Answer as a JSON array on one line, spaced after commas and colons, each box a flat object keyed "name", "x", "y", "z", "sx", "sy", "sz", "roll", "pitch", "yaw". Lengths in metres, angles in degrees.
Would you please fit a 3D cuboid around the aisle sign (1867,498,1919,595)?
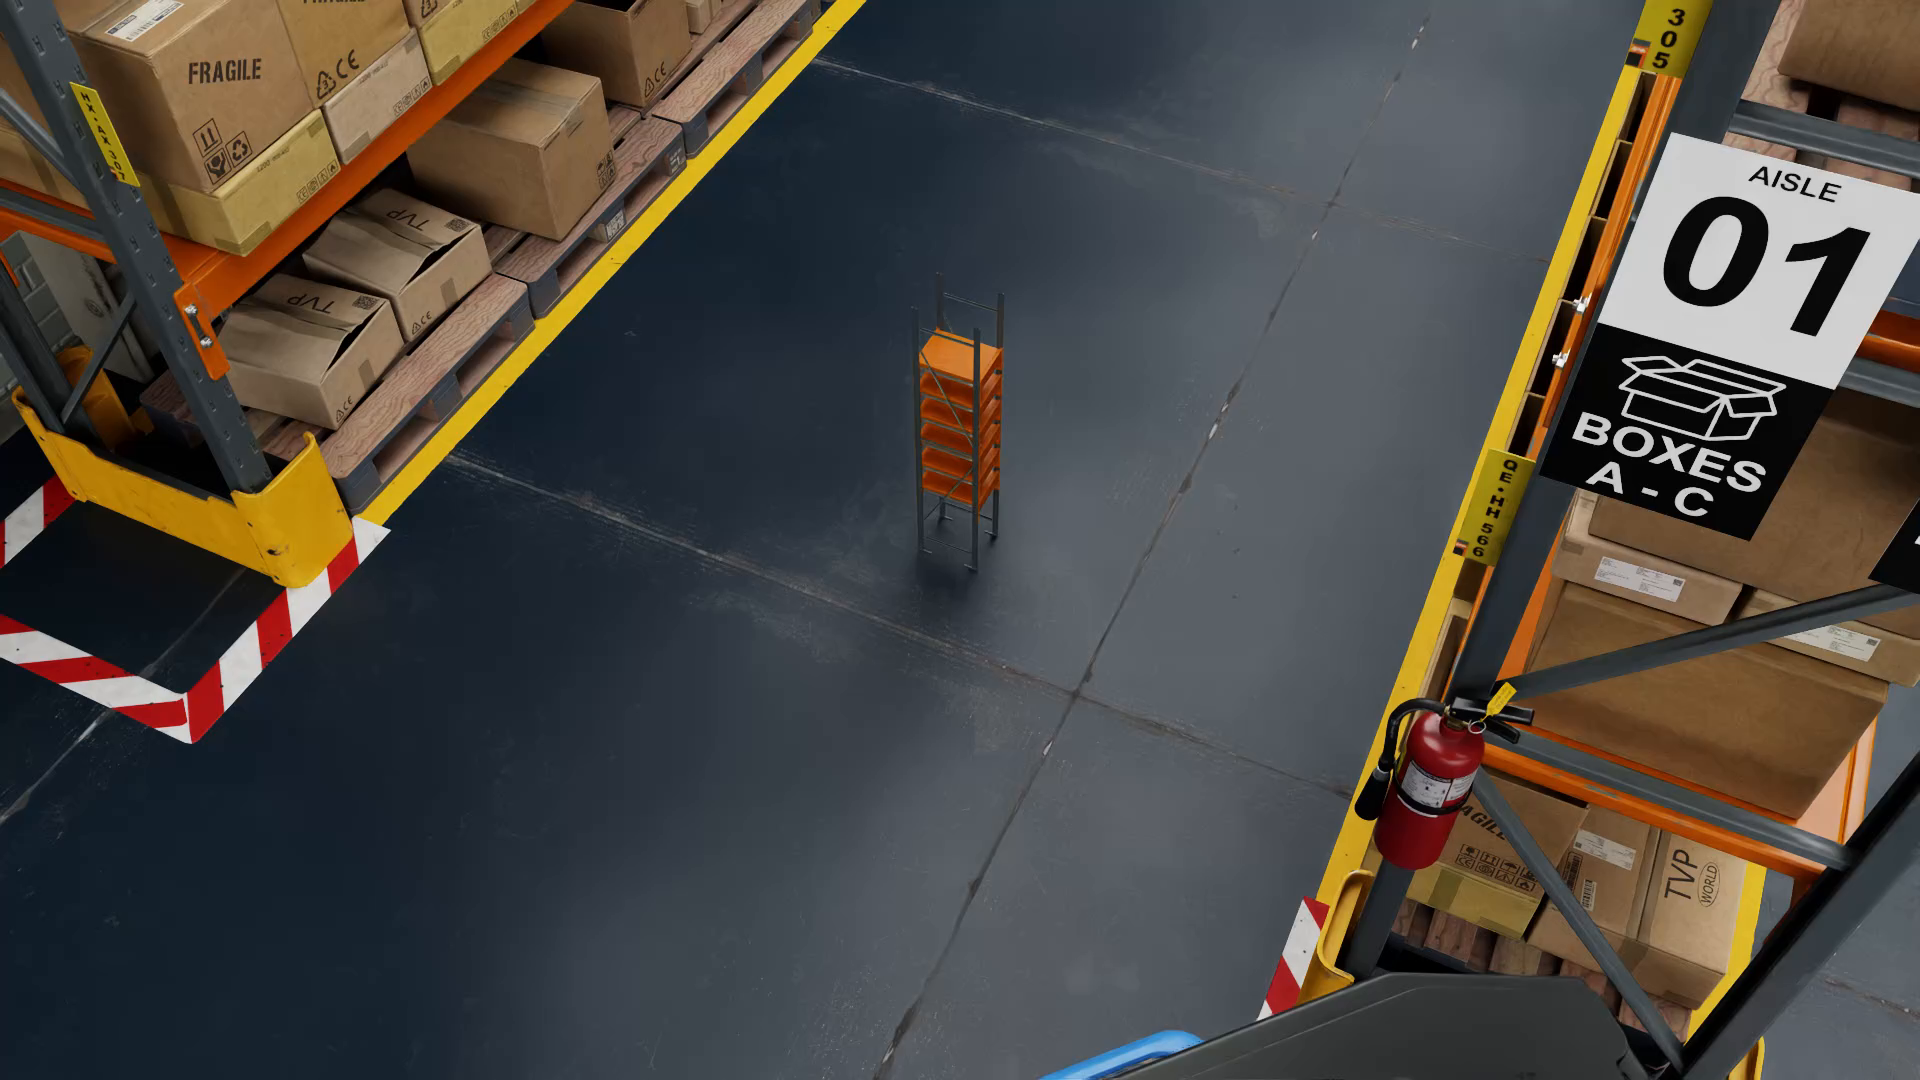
[{"name": "aisle sign", "x": 1.832, "y": -0.122, "z": 2.677, "sx": 0.394, "sy": 0.787, "sz": 0.004, "roll": 20, "pitch": 52, "yaw": 16}]

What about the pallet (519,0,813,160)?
[{"name": "pallet", "x": -1.444, "y": -2.411, "z": 8.163, "sx": 1.003, "sy": 0.211, "sz": 1.213, "roll": 20, "pitch": 52, "yaw": 16}]

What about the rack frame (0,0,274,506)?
[{"name": "rack frame", "x": -2.897, "y": -1.034, "z": 5.160, "sx": 1.000, "sy": 3.000, "sz": 0.127, "roll": 20, "pitch": 52, "yaw": 16}]

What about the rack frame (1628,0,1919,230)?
[{"name": "rack frame", "x": 1.583, "y": -1.369, "z": 1.506, "sx": 1.000, "sy": 3.000, "sz": 0.127, "roll": 20, "pitch": 52, "yaw": 16}]

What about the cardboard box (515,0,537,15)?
[{"name": "cardboard box", "x": -1.752, "y": -2.283, "z": 6.308, "sx": 0.500, "sy": 0.250, "sz": 0.500, "roll": 20, "pitch": 53, "yaw": 16}]

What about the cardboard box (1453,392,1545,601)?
[{"name": "cardboard box", "x": 1.957, "y": -0.072, "z": 5.379, "sx": 0.500, "sy": 0.500, "sz": 0.500, "roll": 20, "pitch": 52, "yaw": 16}]

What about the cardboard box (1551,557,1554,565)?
[{"name": "cardboard box", "x": 2.014, "y": -0.137, "z": 4.332, "sx": 0.700, "sy": 0.500, "sz": 0.500, "roll": 21, "pitch": 53, "yaw": 17}]

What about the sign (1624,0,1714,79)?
[{"name": "sign", "x": 1.098, "y": -0.844, "z": 2.500, "sx": 0.100, "sy": 0.325, "sz": 0.005, "roll": 20, "pitch": 52, "yaw": 16}]

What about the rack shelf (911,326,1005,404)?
[{"name": "rack shelf", "x": -0.006, "y": -0.583, "z": 5.544, "sx": 0.258, "sy": 0.103, "sz": 0.180, "roll": 20, "pitch": 52, "yaw": 16}]

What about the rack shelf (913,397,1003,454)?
[{"name": "rack shelf", "x": -0.006, "y": -0.428, "z": 5.727, "sx": 0.258, "sy": 0.103, "sz": 0.180, "roll": 20, "pitch": 52, "yaw": 16}]

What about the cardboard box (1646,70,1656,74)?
[{"name": "cardboard box", "x": 3.206, "y": -1.978, "z": 7.125, "sx": 0.500, "sy": 0.311, "sz": 0.500, "roll": 20, "pitch": 52, "yaw": 16}]

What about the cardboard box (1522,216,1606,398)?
[{"name": "cardboard box", "x": 2.384, "y": -0.761, "z": 5.965, "sx": 0.500, "sy": 0.500, "sz": 0.500, "roll": 20, "pitch": 52, "yaw": 16}]

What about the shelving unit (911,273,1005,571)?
[{"name": "shelving unit", "x": -0.006, "y": -0.379, "z": 5.785, "sx": 0.258, "sy": 1.200, "sz": 0.189, "roll": 20, "pitch": 52, "yaw": 16}]

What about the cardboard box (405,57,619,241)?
[{"name": "cardboard box", "x": -1.918, "y": -1.695, "z": 7.075, "sx": 0.700, "sy": 0.500, "sz": 0.500, "roll": 17, "pitch": 52, "yaw": 14}]

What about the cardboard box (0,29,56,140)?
[{"name": "cardboard box", "x": -2.888, "y": -1.628, "z": 5.259, "sx": 0.500, "sy": 0.500, "sz": 0.500, "roll": 19, "pitch": 52, "yaw": 16}]

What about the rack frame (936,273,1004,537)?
[{"name": "rack frame", "x": 0.033, "y": -0.442, "z": 5.838, "sx": 0.240, "sy": 1.200, "sz": 0.006, "roll": 20, "pitch": 52, "yaw": 16}]

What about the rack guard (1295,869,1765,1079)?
[{"name": "rack guard", "x": 1.573, "y": 1.402, "z": 4.729, "sx": 1.175, "sy": 0.500, "sz": 0.348, "roll": 20, "pitch": 52, "yaw": 16}]

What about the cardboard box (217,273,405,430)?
[{"name": "cardboard box", "x": -2.520, "y": -0.752, "z": 6.397, "sx": 0.500, "sy": 0.311, "sz": 0.500, "roll": 14, "pitch": 51, "yaw": 12}]

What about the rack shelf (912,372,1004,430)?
[{"name": "rack shelf", "x": -0.006, "y": -0.506, "z": 5.636, "sx": 0.258, "sy": 0.103, "sz": 0.180, "roll": 20, "pitch": 52, "yaw": 16}]

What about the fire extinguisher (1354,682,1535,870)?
[{"name": "fire extinguisher", "x": 1.113, "y": 0.531, "z": 3.880, "sx": 0.296, "sy": 0.674, "sz": 0.183, "roll": 20, "pitch": 52, "yaw": 16}]

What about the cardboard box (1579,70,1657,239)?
[{"name": "cardboard box", "x": 2.811, "y": -1.450, "z": 6.551, "sx": 0.500, "sy": 0.500, "sz": 0.500, "roll": 20, "pitch": 52, "yaw": 16}]

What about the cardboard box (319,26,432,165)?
[{"name": "cardboard box", "x": -2.193, "y": -1.587, "z": 5.716, "sx": 0.500, "sy": 0.250, "sz": 0.500, "roll": 18, "pitch": 52, "yaw": 15}]

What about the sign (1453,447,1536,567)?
[{"name": "sign", "x": 1.098, "y": -0.063, "z": 3.418, "sx": 0.100, "sy": 0.325, "sz": 0.005, "roll": 20, "pitch": 52, "yaw": 16}]

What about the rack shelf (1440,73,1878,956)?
[{"name": "rack shelf", "x": 2.437, "y": -0.569, "z": 5.237, "sx": 1.077, "sy": 0.370, "sz": 4.000, "roll": 20, "pitch": 52, "yaw": 16}]

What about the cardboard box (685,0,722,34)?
[{"name": "cardboard box", "x": -1.390, "y": -2.634, "z": 8.094, "sx": 0.380, "sy": 0.166, "sz": 0.250, "roll": 14, "pitch": 51, "yaw": 11}]

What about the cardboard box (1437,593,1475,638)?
[{"name": "cardboard box", "x": 1.960, "y": 0.172, "z": 5.664, "sx": 0.500, "sy": 0.250, "sz": 0.500, "roll": 20, "pitch": 52, "yaw": 16}]

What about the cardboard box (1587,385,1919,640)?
[{"name": "cardboard box", "x": 1.817, "y": -0.231, "z": 3.560, "sx": 0.700, "sy": 0.500, "sz": 0.500, "roll": 20, "pitch": 52, "yaw": 16}]

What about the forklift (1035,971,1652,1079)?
[{"name": "forklift", "x": 0.629, "y": 2.057, "z": 2.575, "sx": 1.130, "sy": 2.935, "sz": 3.031, "roll": -17, "pitch": 52, "yaw": -14}]

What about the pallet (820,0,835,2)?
[{"name": "pallet", "x": -0.857, "y": -3.421, "z": 9.022, "sx": 1.003, "sy": 0.211, "sz": 1.213, "roll": 20, "pitch": 52, "yaw": 16}]

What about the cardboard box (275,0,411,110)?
[{"name": "cardboard box", "x": -2.202, "y": -1.803, "z": 5.407, "sx": 0.500, "sy": 0.500, "sz": 0.500, "roll": 20, "pitch": 52, "yaw": 16}]

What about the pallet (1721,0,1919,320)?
[{"name": "pallet", "x": 1.909, "y": -0.846, "z": 3.089, "sx": 1.003, "sy": 0.211, "sz": 1.213, "roll": 20, "pitch": 52, "yaw": 16}]

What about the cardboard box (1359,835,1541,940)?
[{"name": "cardboard box", "x": 1.545, "y": 0.865, "z": 5.074, "sx": 0.500, "sy": 0.250, "sz": 0.500, "roll": 20, "pitch": 52, "yaw": 16}]

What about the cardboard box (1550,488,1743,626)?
[{"name": "cardboard box", "x": 1.574, "y": 0.008, "z": 3.782, "sx": 0.380, "sy": 0.149, "sz": 0.250, "roll": 19, "pitch": 52, "yaw": 15}]
